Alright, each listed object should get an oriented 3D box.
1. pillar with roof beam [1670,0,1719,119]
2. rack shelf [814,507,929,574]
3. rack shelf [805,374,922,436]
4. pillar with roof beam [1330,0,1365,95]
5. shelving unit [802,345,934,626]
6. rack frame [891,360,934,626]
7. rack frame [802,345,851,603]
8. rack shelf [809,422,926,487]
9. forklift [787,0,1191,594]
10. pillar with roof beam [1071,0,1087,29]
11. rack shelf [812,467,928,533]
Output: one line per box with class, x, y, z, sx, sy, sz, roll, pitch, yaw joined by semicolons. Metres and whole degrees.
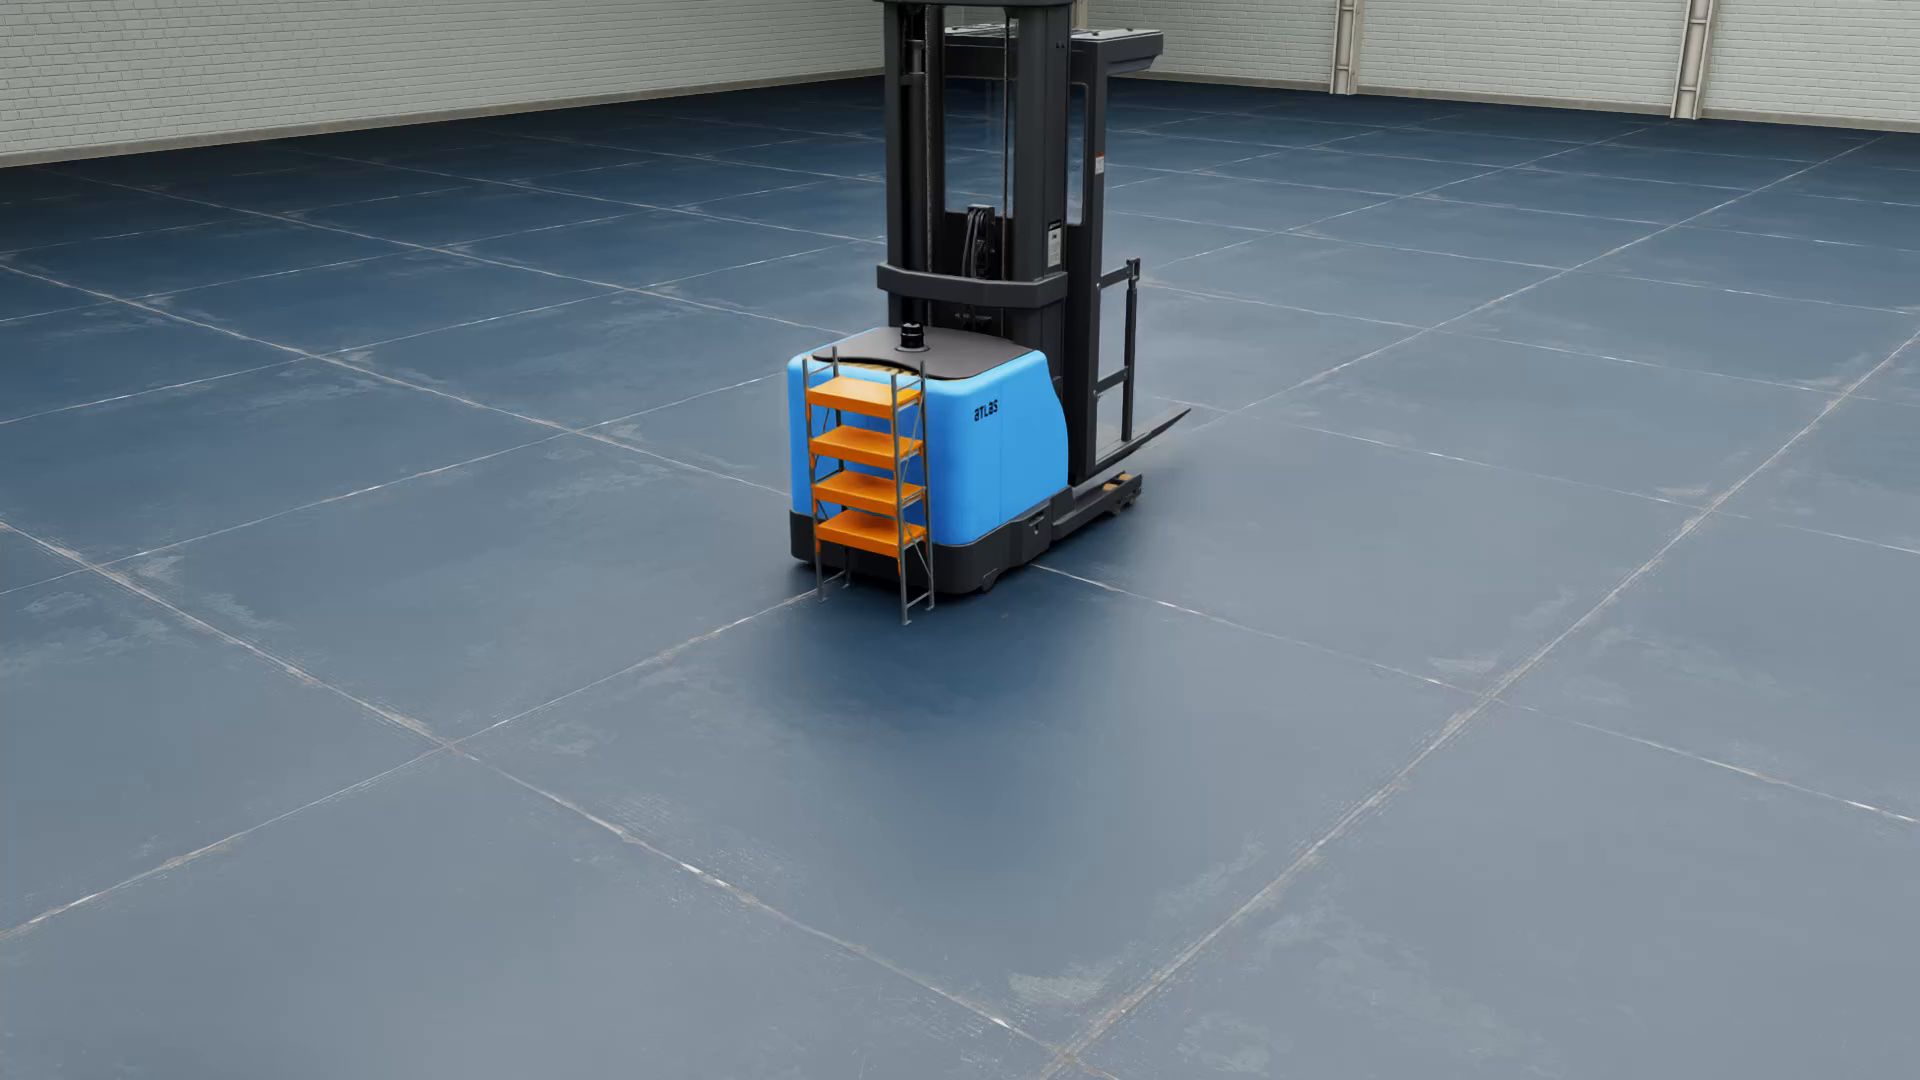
pillar with roof beam;8.868;-9.780;21.849;0.400;9.000;9.100;16;26;36
rack shelf;-0.405;-0.003;7.710;0.480;0.148;0.258;13;27;31
rack shelf;-0.424;-0.609;7.452;0.480;0.148;0.258;13;27;31
pillar with roof beam;4.220;-11.118;25.398;0.400;9.000;9.100;16;26;36
shelving unit;-0.413;-0.247;7.606;0.503;1.200;0.258;13;27;31
rack frame;-0.209;-0.200;7.480;0.015;1.200;0.240;13;27;31
rack frame;-0.616;-0.295;7.732;0.015;1.200;0.240;13;27;31
rack shelf;-0.417;-0.391;7.544;0.480;0.148;0.258;13;27;31
forklift;0.351;-1.589;8.728;1.130;2.935;3.031;12;24;29
pillar with roof beam;-0.428;-12.457;28.948;0.400;9.000;9.100;16;26;36
rack shelf;-0.411;-0.186;7.632;0.480;0.148;0.258;13;27;31
